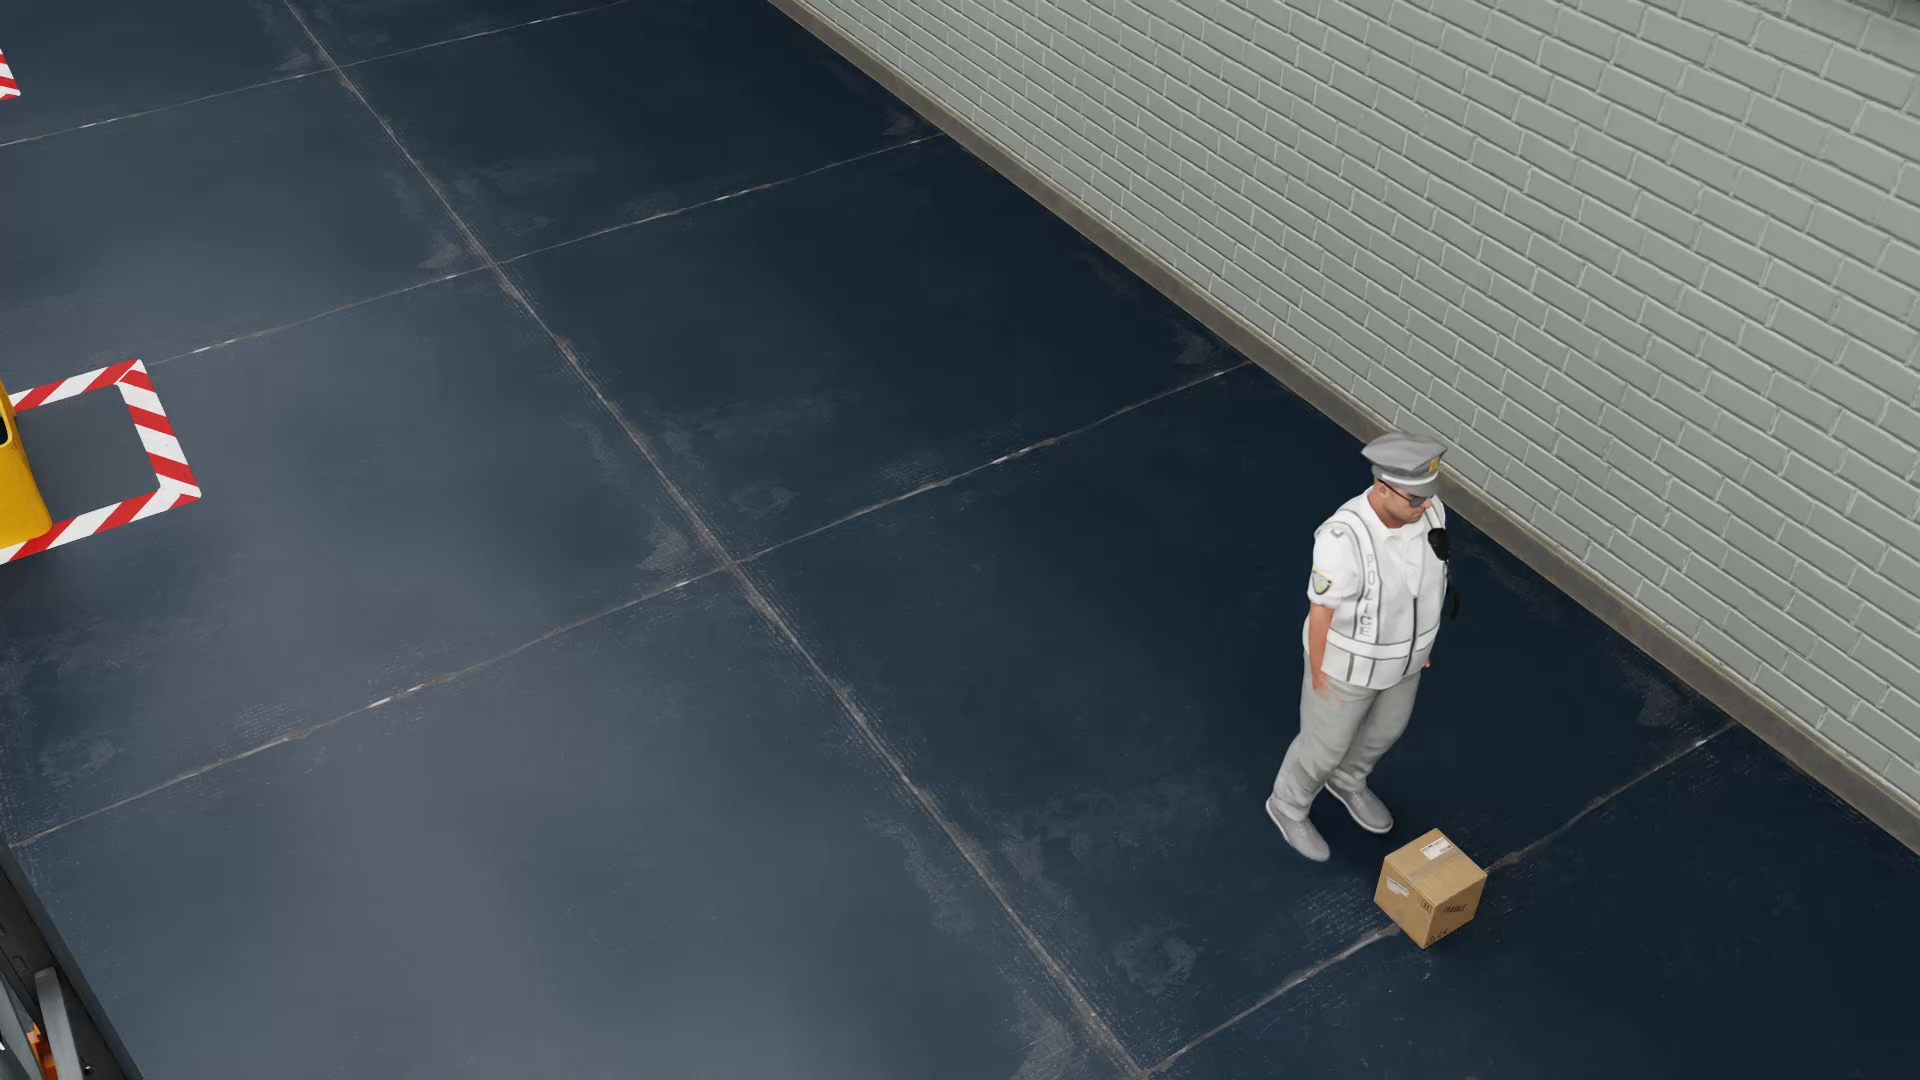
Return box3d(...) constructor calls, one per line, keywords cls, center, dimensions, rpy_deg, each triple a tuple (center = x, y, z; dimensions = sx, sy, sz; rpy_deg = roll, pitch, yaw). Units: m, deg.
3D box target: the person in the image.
box3d(cls="person", center=(1.409, 0.389, 5.720), dimensions=(0.527, 1.775, 0.393), rpy_deg=(-21, 45, -23))
